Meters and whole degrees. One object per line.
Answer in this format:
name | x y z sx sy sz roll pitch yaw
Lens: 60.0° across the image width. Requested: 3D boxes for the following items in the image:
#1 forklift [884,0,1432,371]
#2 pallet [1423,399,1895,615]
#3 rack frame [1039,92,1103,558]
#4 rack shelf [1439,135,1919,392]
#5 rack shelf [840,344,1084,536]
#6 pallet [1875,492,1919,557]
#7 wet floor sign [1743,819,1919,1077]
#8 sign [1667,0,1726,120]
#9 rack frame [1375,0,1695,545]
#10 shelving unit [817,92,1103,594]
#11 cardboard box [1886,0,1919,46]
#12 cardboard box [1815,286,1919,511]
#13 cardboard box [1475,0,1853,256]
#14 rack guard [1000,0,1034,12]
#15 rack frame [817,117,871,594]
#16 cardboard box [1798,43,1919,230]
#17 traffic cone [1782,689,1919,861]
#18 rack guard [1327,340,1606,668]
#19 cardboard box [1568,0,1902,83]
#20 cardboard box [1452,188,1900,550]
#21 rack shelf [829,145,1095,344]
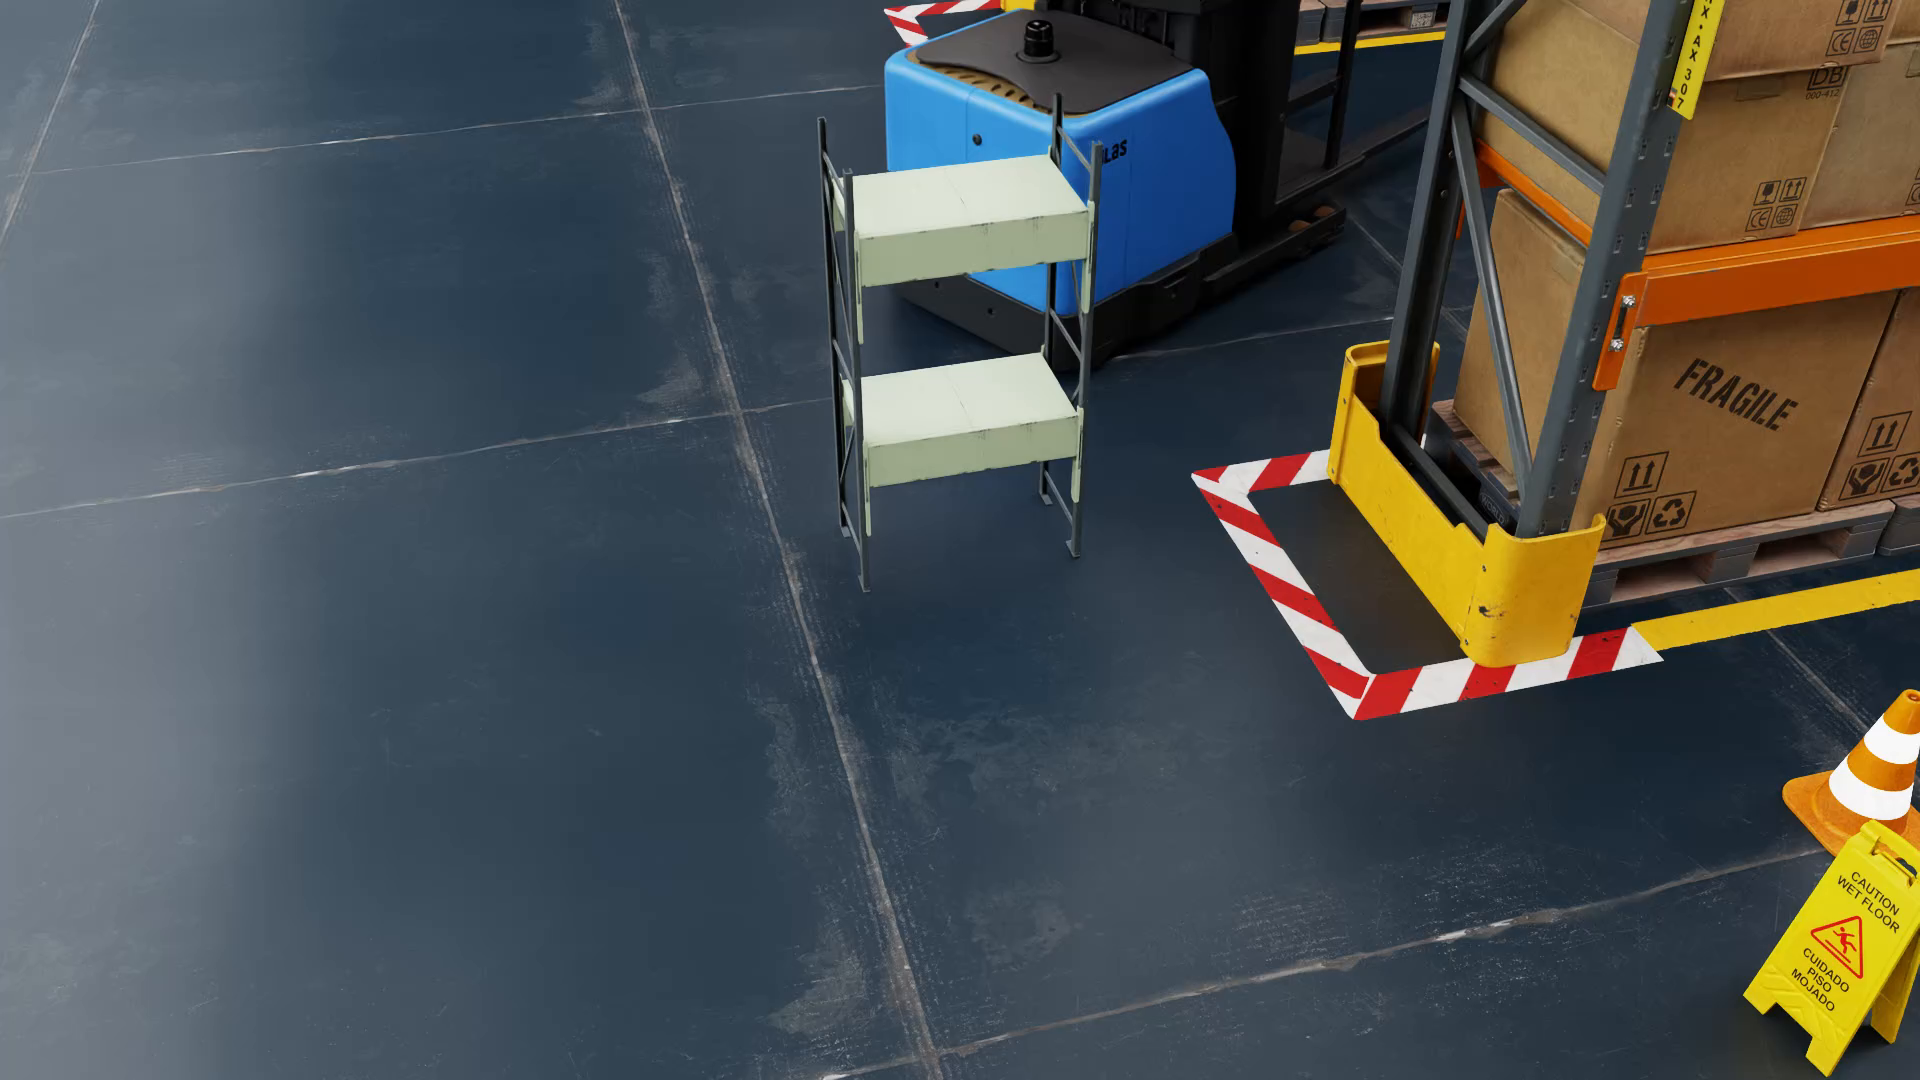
forklift | 1.089 -2.613 6.753 3.031 2.935 1.130 -31 47 -34
pallet | 2.418 -0.218 5.862 1.213 0.211 1.003 -9 38 -12
rack frame | 0.347 -0.653 5.369 0.023 1.500 0.400 -9 38 -12
rack shelf | 3.597 -1.185 5.422 4.000 0.370 1.077 -9 38 -12
rack shelf | -0.006 -0.336 5.491 0.720 0.370 0.431 -9 38 -12
pallet | 3.593 -0.410 6.112 1.213 0.211 1.003 -9 38 -12
wet floor sign | 2.154 0.948 3.980 0.232 0.644 0.267 -16 40 -20
sign | 1.805 -1.202 4.075 0.005 0.325 0.100 -9 38 -12
rack frame | 1.666 -1.154 4.789 0.127 3.000 1.000 -9 38 -12
shelving unit | -0.006 -0.595 5.293 0.755 1.500 0.431 -9 38 -12
cardboard box | 2.541 -1.819 4.647 0.550 0.550 0.875 -9 38 -12
cardboard box | 3.152 -0.763 5.682 0.875 0.875 0.875 -10 39 -13
cardboard box | 2.012 -1.298 4.855 0.550 0.550 0.875 -9 38 -12
rack guard | 0.544 -3.098 9.389 0.348 0.500 1.175 -9 38 -12
rack frame | -0.360 -0.537 5.217 0.023 1.500 0.400 -9 38 -12
cardboard box | 2.538 -1.398 4.986 0.550 0.550 0.875 -9 38 -12
traffic cone | 2.549 0.603 4.581 0.334 0.463 0.336 -9 38 -12
rack guard | 1.643 -0.157 5.544 0.348 0.500 1.175 -9 38 -12
cardboard box | 2.034 -1.678 4.463 0.550 0.550 0.875 -9 38 -12
cardboard box | 2.304 -0.623 5.498 0.875 0.875 0.875 -9 38 -12
rack shelf | -0.006 -0.905 5.056 0.720 0.370 0.431 -9 38 -12
